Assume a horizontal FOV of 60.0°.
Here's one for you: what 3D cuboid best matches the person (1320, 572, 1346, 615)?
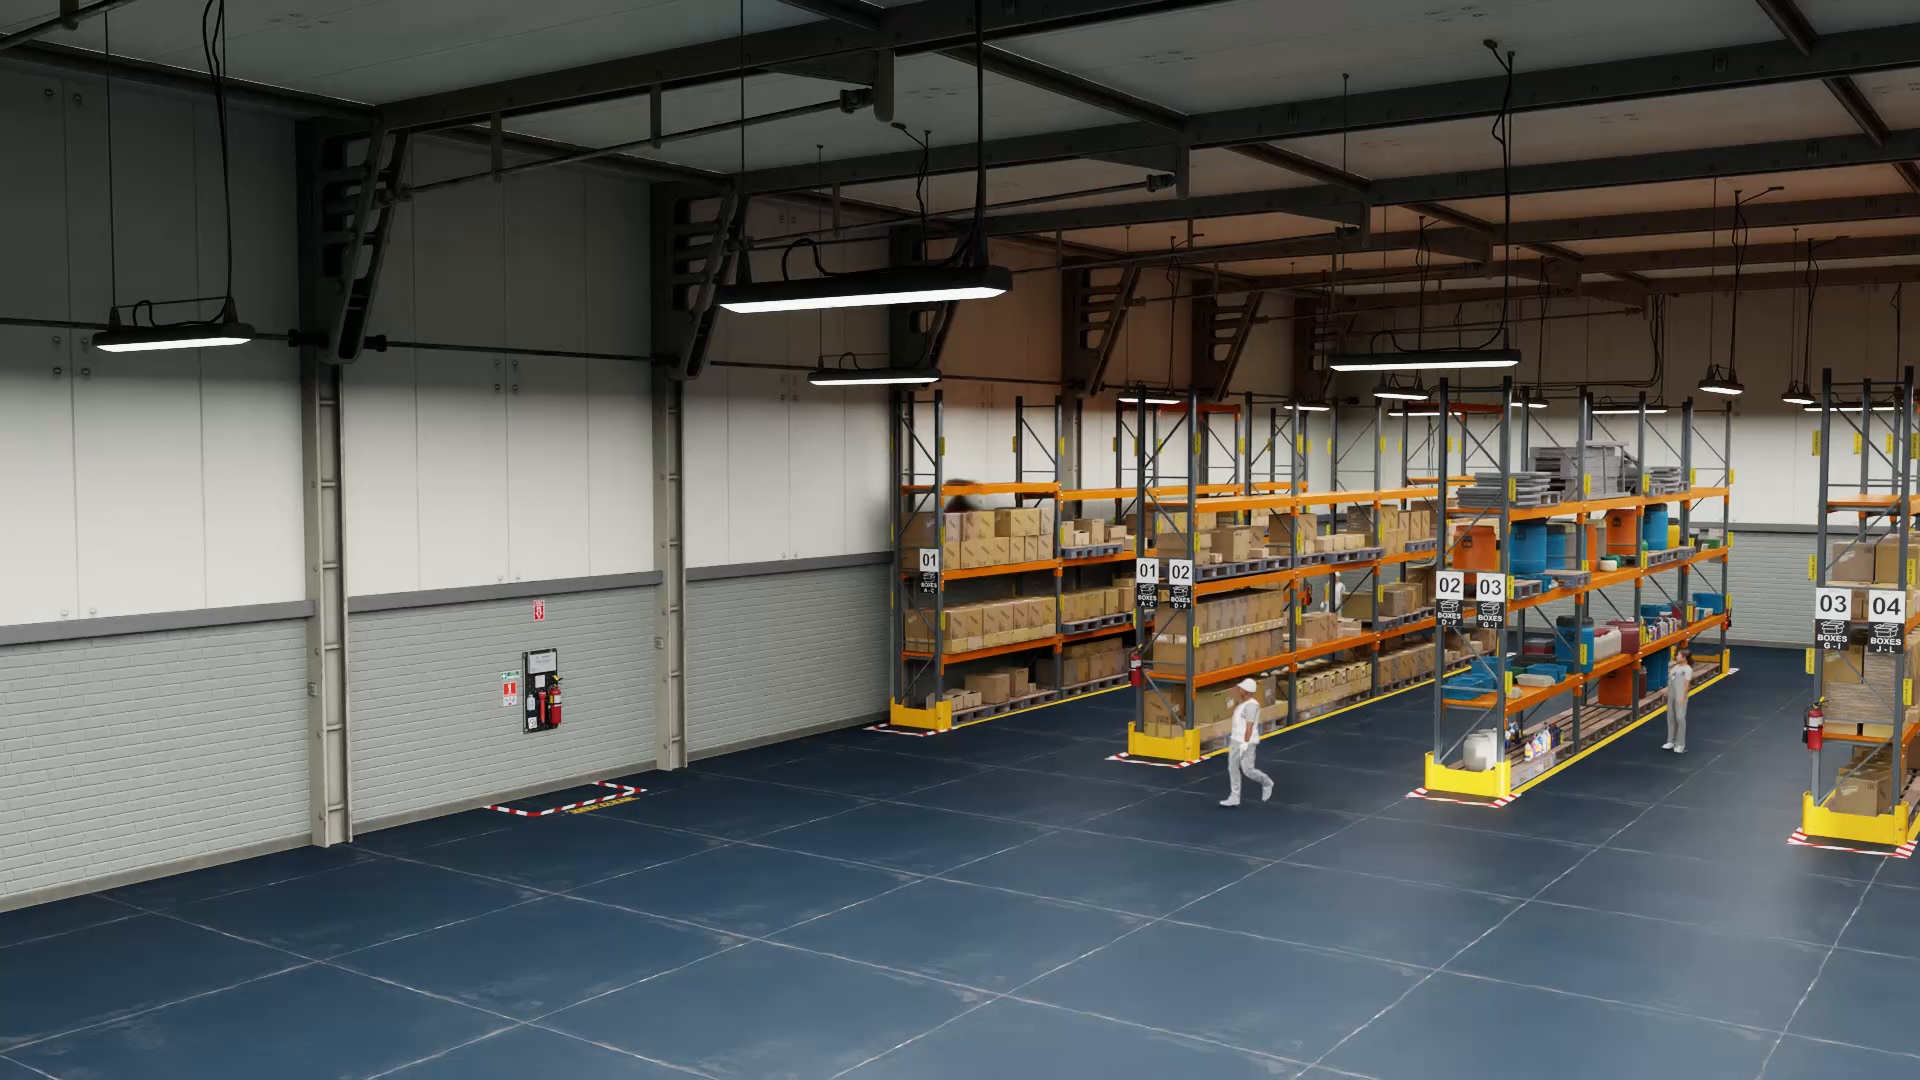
[{"bbox_3d":[9.705,1.681,43.210,0.637,1.739,0.907,0,3,4],"label":"person"}]

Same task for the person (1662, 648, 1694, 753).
[{"bbox_3d":[11.836,2.642,27.471,0.514,1.717,0.499,-1,3,-21],"label":"person"}]

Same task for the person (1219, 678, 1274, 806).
[{"bbox_3d":[3.994,2.804,23.082,0.748,1.773,0.499,-2,4,-28],"label":"person"}]
